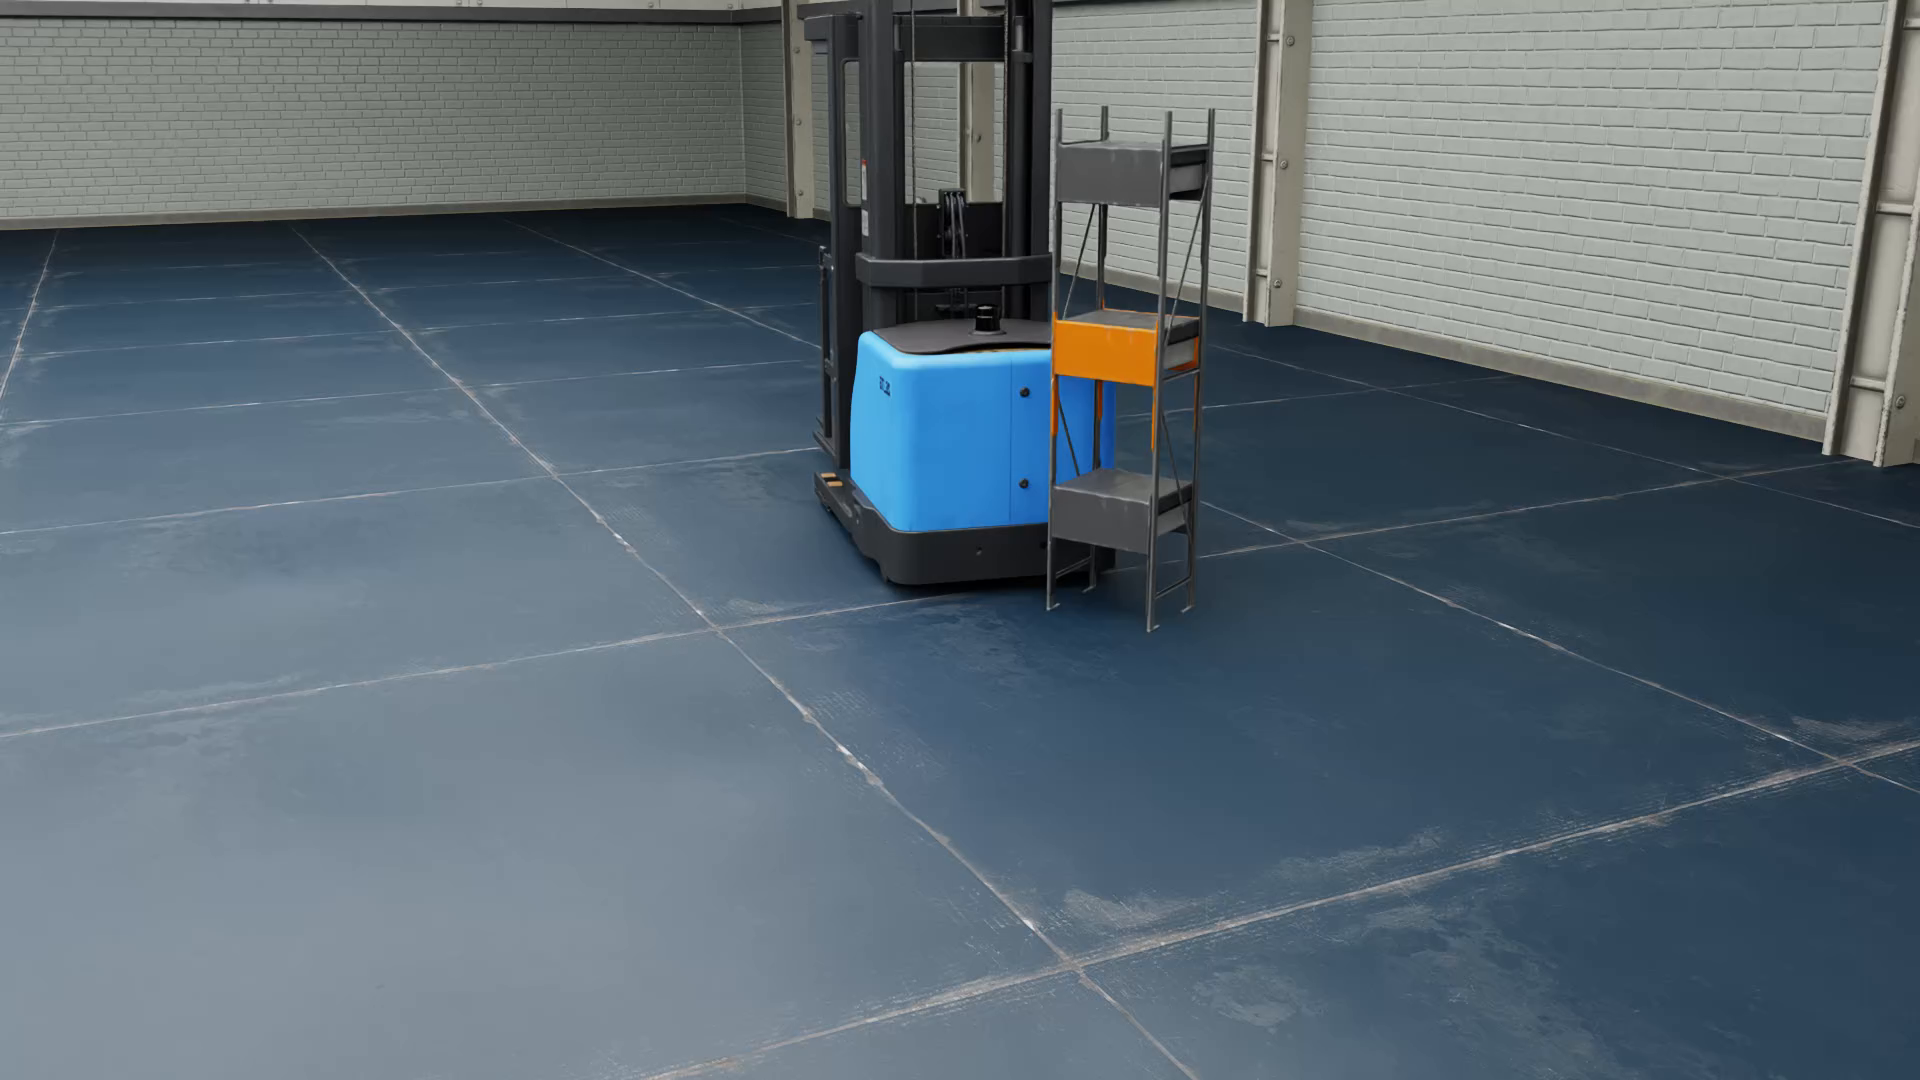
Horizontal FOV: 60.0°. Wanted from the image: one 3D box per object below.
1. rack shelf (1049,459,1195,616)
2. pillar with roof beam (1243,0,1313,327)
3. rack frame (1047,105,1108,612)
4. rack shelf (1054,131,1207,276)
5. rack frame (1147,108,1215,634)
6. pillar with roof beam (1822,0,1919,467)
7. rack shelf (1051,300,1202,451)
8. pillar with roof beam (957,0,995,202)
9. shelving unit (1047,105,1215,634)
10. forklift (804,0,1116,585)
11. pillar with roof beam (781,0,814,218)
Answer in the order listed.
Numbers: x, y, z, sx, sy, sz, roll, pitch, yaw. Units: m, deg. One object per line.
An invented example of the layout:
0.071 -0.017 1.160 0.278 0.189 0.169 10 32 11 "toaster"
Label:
0.694 -0.021 7.093 0.480 0.518 0.431 11 20 33 "rack shelf"
-1.054 -5.787 12.102 9.100 9.000 0.400 -8 18 -25 "pillar with roof beam"
0.494 -0.745 7.022 0.015 2.100 0.400 11 20 33 "rack frame"
0.695 -1.363 6.693 0.480 0.518 0.431 11 20 33 "rack shelf"
0.896 -0.666 6.756 0.015 2.100 0.400 11 20 33 "rack frame"
1.574 -4.299 6.918 9.100 9.000 0.400 -8 18 -25 "pillar with roof beam"
0.695 -0.692 6.893 0.480 0.518 0.431 11 20 33 "rack shelf"
-3.683 -7.275 17.287 9.100 9.000 0.400 -8 18 -25 "pillar with roof beam"
0.695 -0.705 6.889 0.503 2.100 0.431 11 20 33 "shelving unit"
-0.158 -1.576 8.428 1.130 2.935 3.031 -4 17 -14 "forklift"
-6.311 -8.762 22.471 9.100 9.000 0.400 -8 18 -25 "pillar with roof beam"
